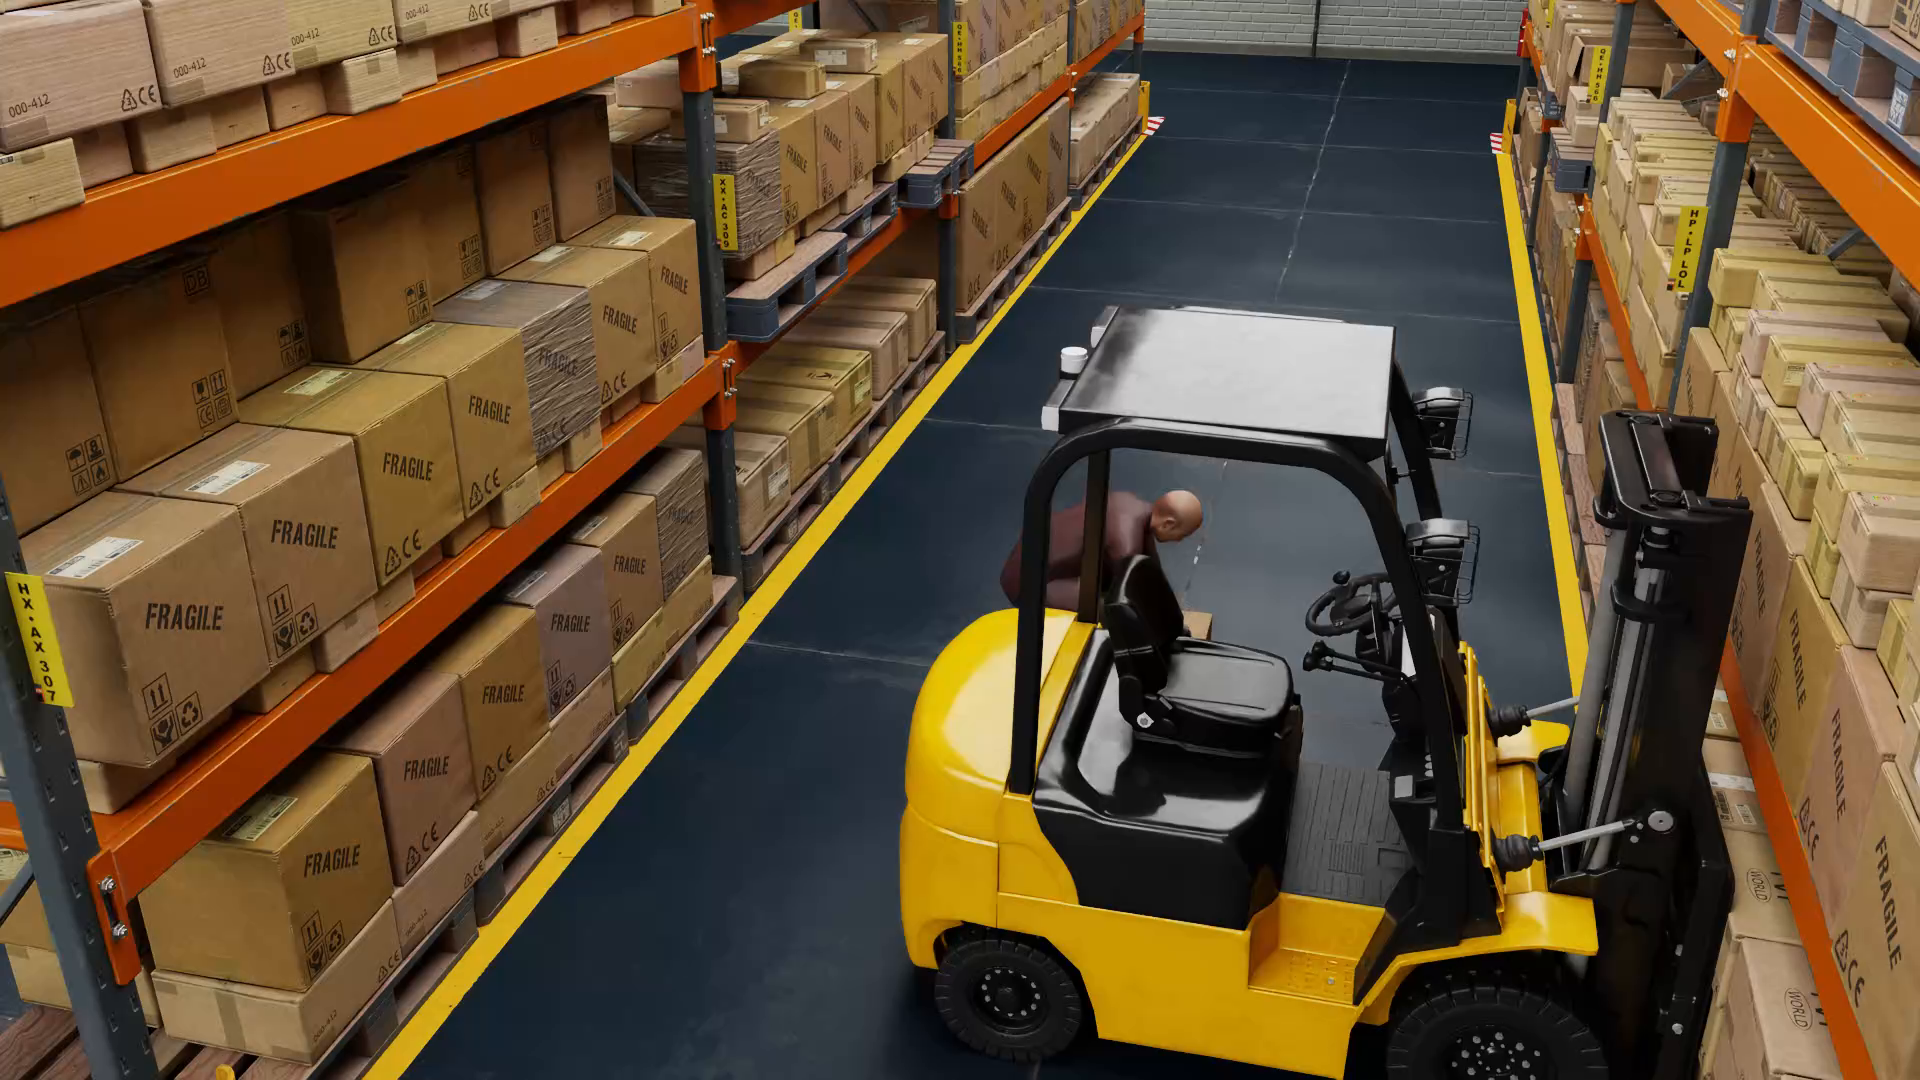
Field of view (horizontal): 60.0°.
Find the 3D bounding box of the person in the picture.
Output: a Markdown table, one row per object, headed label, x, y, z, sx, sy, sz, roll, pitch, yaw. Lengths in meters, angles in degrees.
| label | x | y | z | sx | sy | sz | roll | pitch | yaw |
| --- | --- | --- | --- | --- | --- | --- | --- | --- | --- |
| person | 0.629 | 0.198 | 7.364 | 0.902 | 0.857 | 0.596 | 6 | 26 | 13 |
